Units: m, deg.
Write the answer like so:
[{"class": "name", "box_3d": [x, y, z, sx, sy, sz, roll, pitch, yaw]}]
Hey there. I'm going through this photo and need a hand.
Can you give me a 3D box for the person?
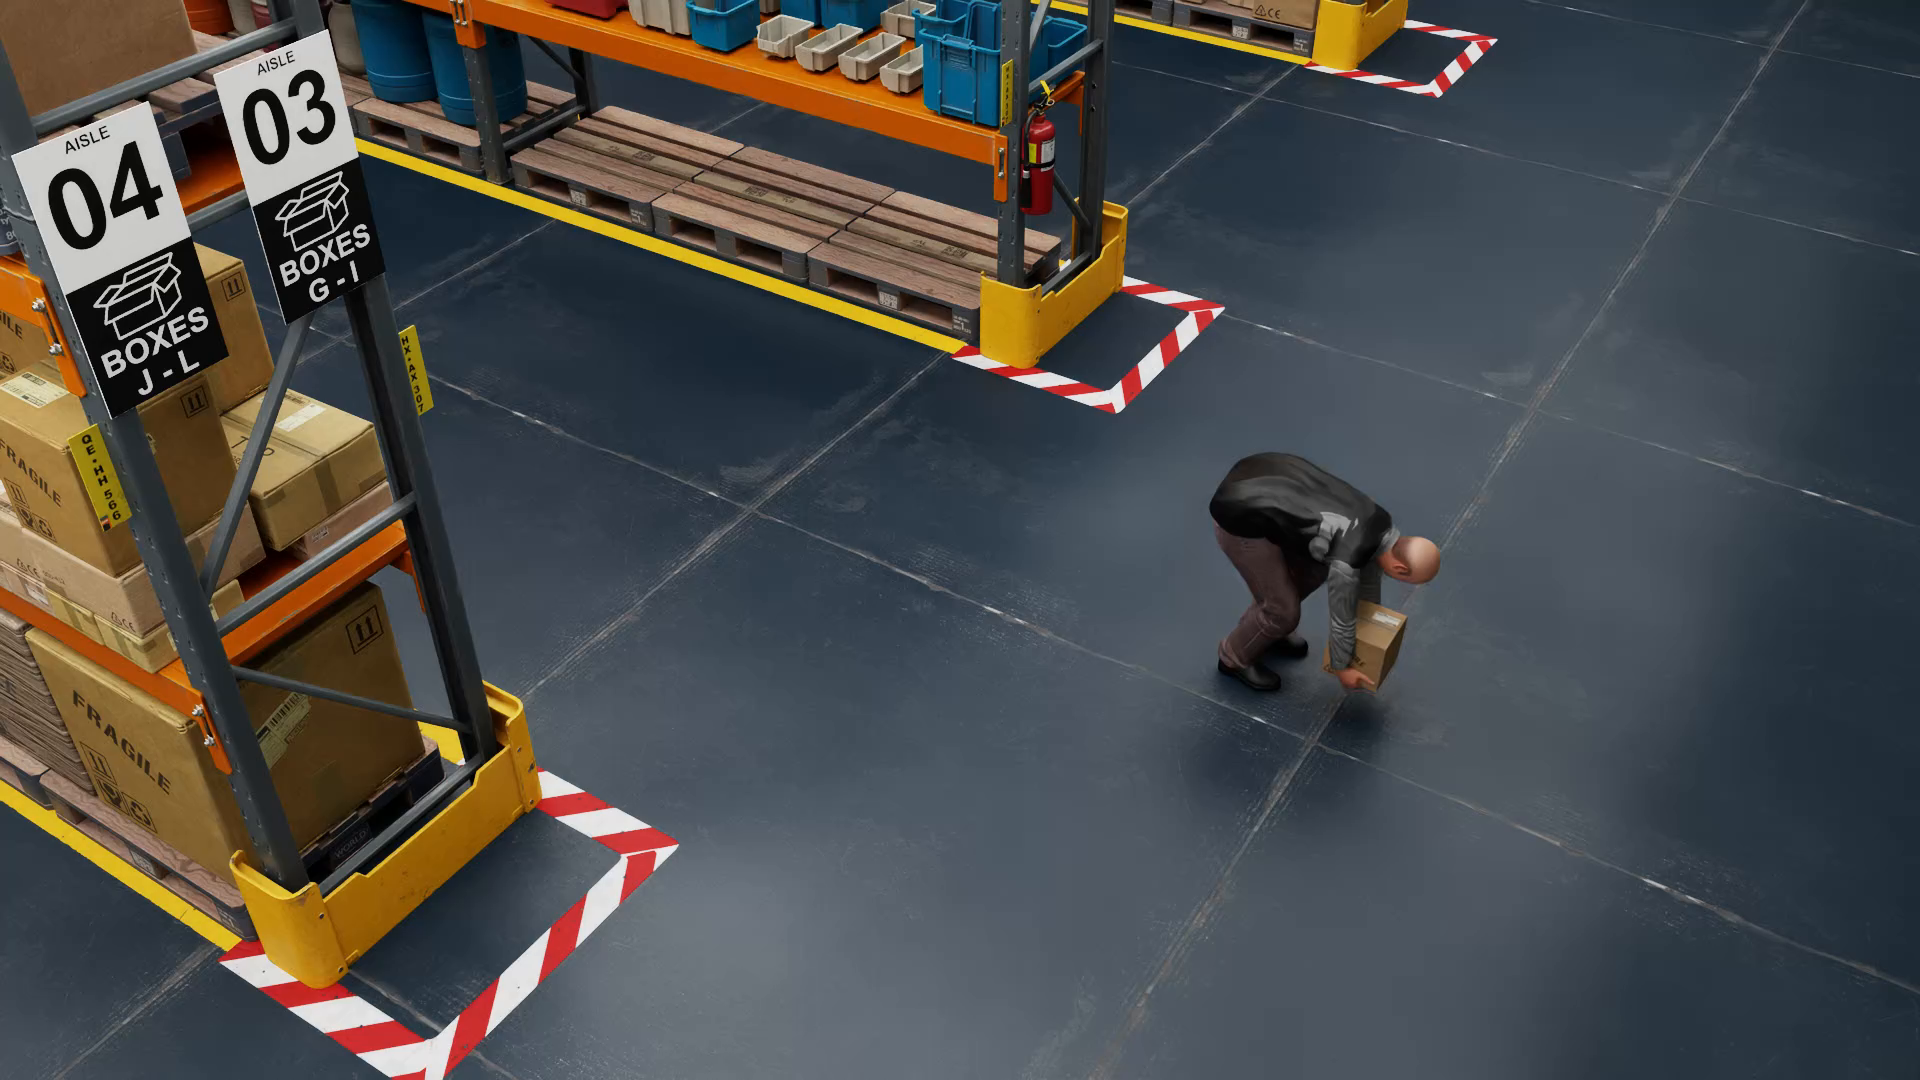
[{"class": "person", "box_3d": [1.396, -0.131, 6.873, 0.567, 1.719, 0.493, 21, 43, 24]}]
